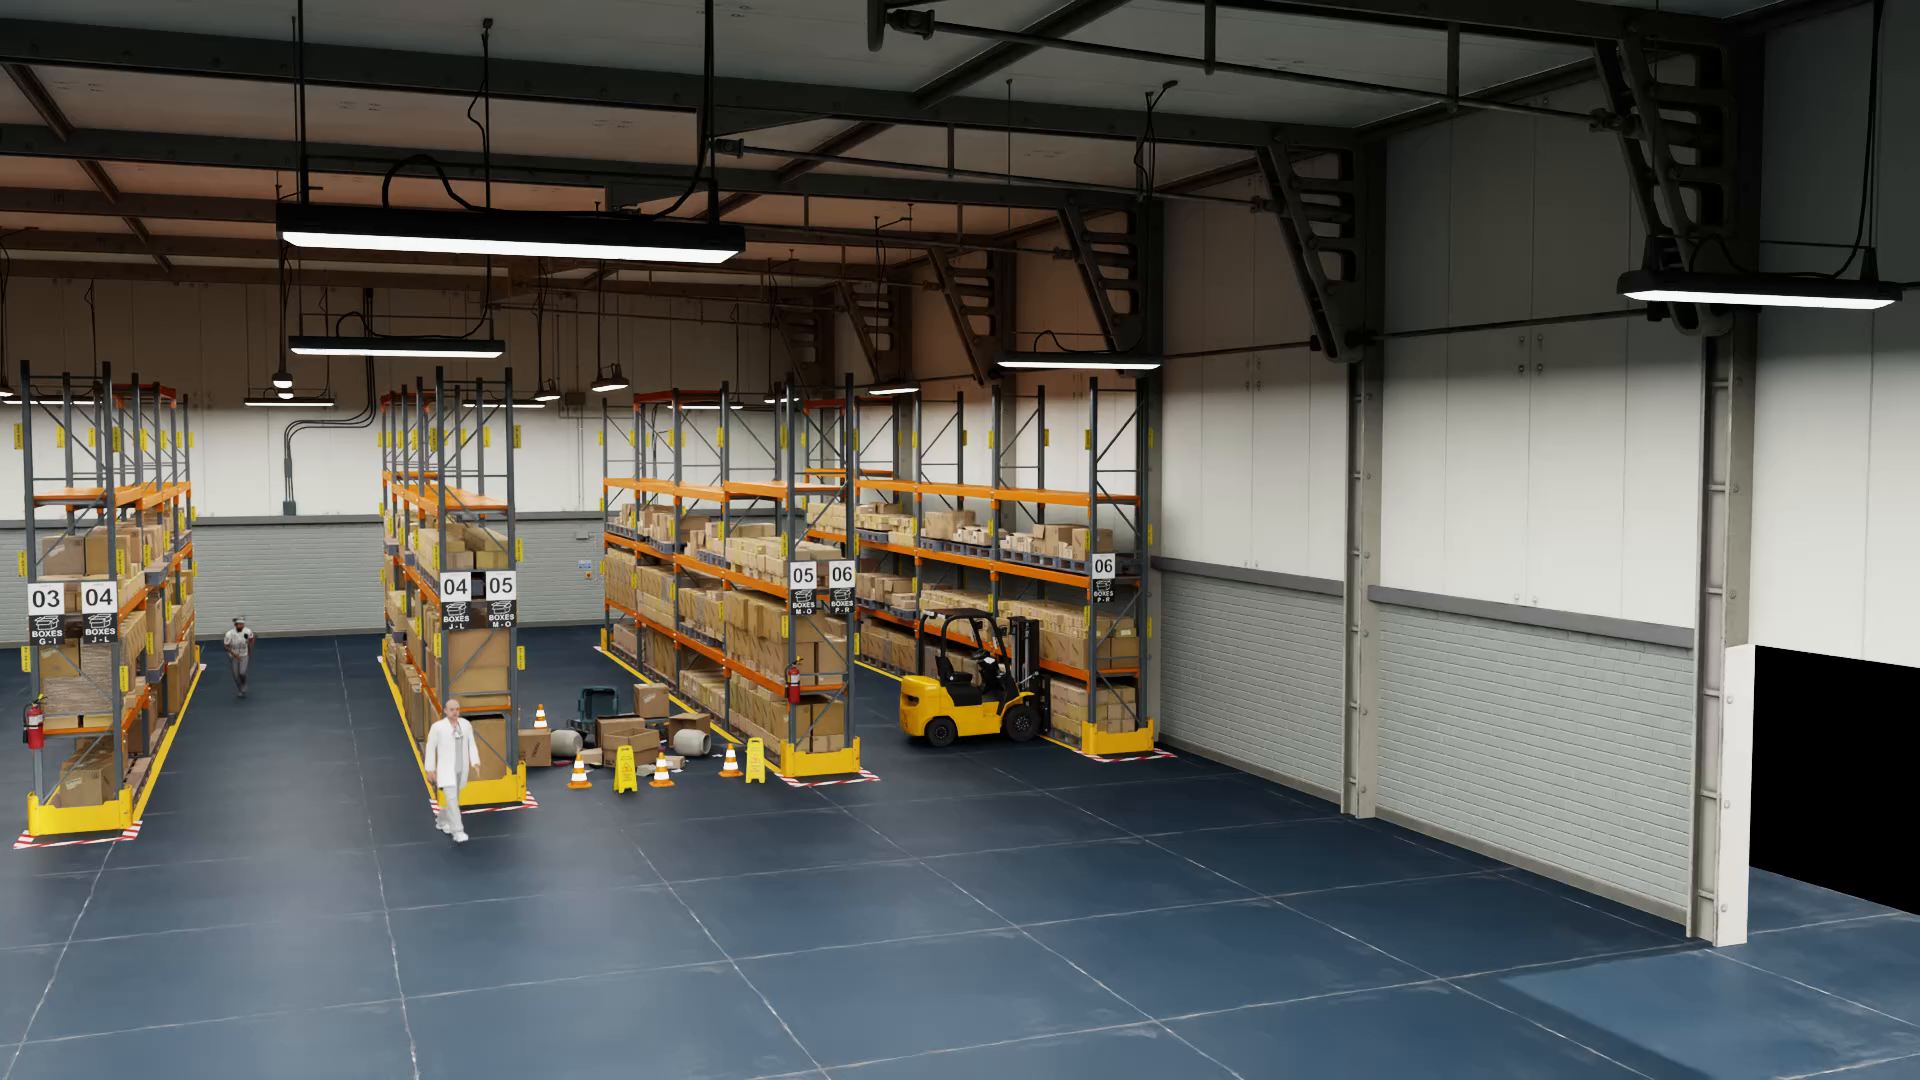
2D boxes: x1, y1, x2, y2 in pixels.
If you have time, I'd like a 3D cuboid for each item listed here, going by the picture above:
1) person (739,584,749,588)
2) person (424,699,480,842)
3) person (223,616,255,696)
[{"bbox_3d":[-5.089,1.825,39.345,0.403,1.673,0.513,1,4,16],"label":"person"},{"bbox_3d":[-6.297,2.860,20.784,1.105,1.729,0.600,3,4,39],"label":"person"},{"bbox_3d":[-14.027,2.259,32.359,0.498,1.601,0.732,-1,4,-14],"label":"person"}]
